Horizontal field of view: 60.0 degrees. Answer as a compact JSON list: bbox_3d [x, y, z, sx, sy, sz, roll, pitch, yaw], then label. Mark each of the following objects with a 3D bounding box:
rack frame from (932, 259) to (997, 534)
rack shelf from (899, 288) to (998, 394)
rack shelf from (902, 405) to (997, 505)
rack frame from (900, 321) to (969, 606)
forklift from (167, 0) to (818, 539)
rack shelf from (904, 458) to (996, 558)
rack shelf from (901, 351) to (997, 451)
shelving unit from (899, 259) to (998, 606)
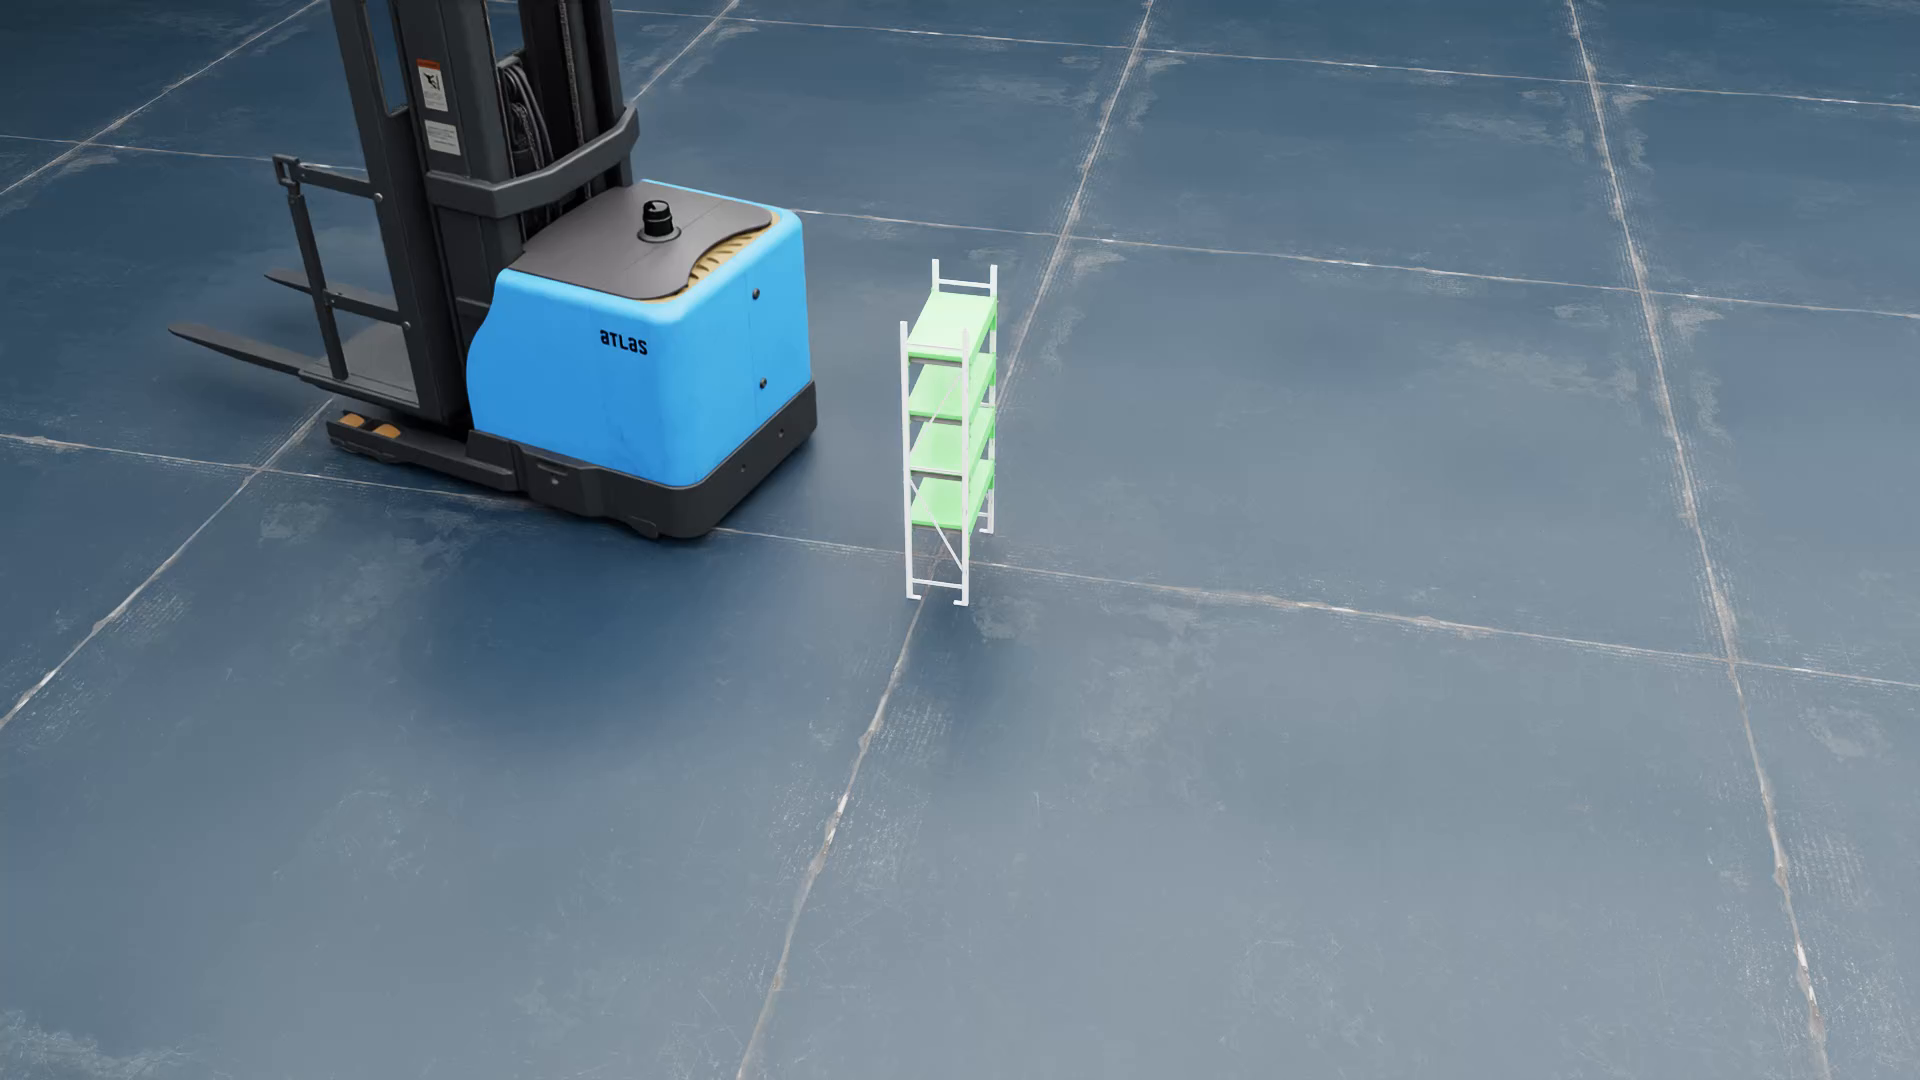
[{"bbox_3d":[0.017,-0.531,6.460,0.240,1.200,0.015,7,37,10],"label":"rack frame"},{"bbox_3d":[-0.035,-0.728,6.023,0.258,0.148,0.480,7,37,10],"label":"rack shelf"},{"bbox_3d":[-0.035,-0.339,6.304,0.258,0.148,0.480,7,37,10],"label":"rack shelf"},{"bbox_3d":[-0.087,-0.251,6.074,0.240,1.200,0.015,7,37,10],"label":"rack frame"},{"bbox_3d":[-2.183,-1.779,6.707,3.031,2.935,1.130,16,39,21],"label":"forklift"},{"bbox_3d":[-0.035,-0.145,6.445,0.258,0.148,0.480,7,37,10],"label":"rack shelf"},{"bbox_3d":[-0.035,-0.534,6.164,0.258,0.148,0.480,7,37,10],"label":"rack shelf"},{"bbox_3d":[-0.035,-0.391,6.267,0.258,1.200,0.503,7,37,10],"label":"shelving unit"}]
